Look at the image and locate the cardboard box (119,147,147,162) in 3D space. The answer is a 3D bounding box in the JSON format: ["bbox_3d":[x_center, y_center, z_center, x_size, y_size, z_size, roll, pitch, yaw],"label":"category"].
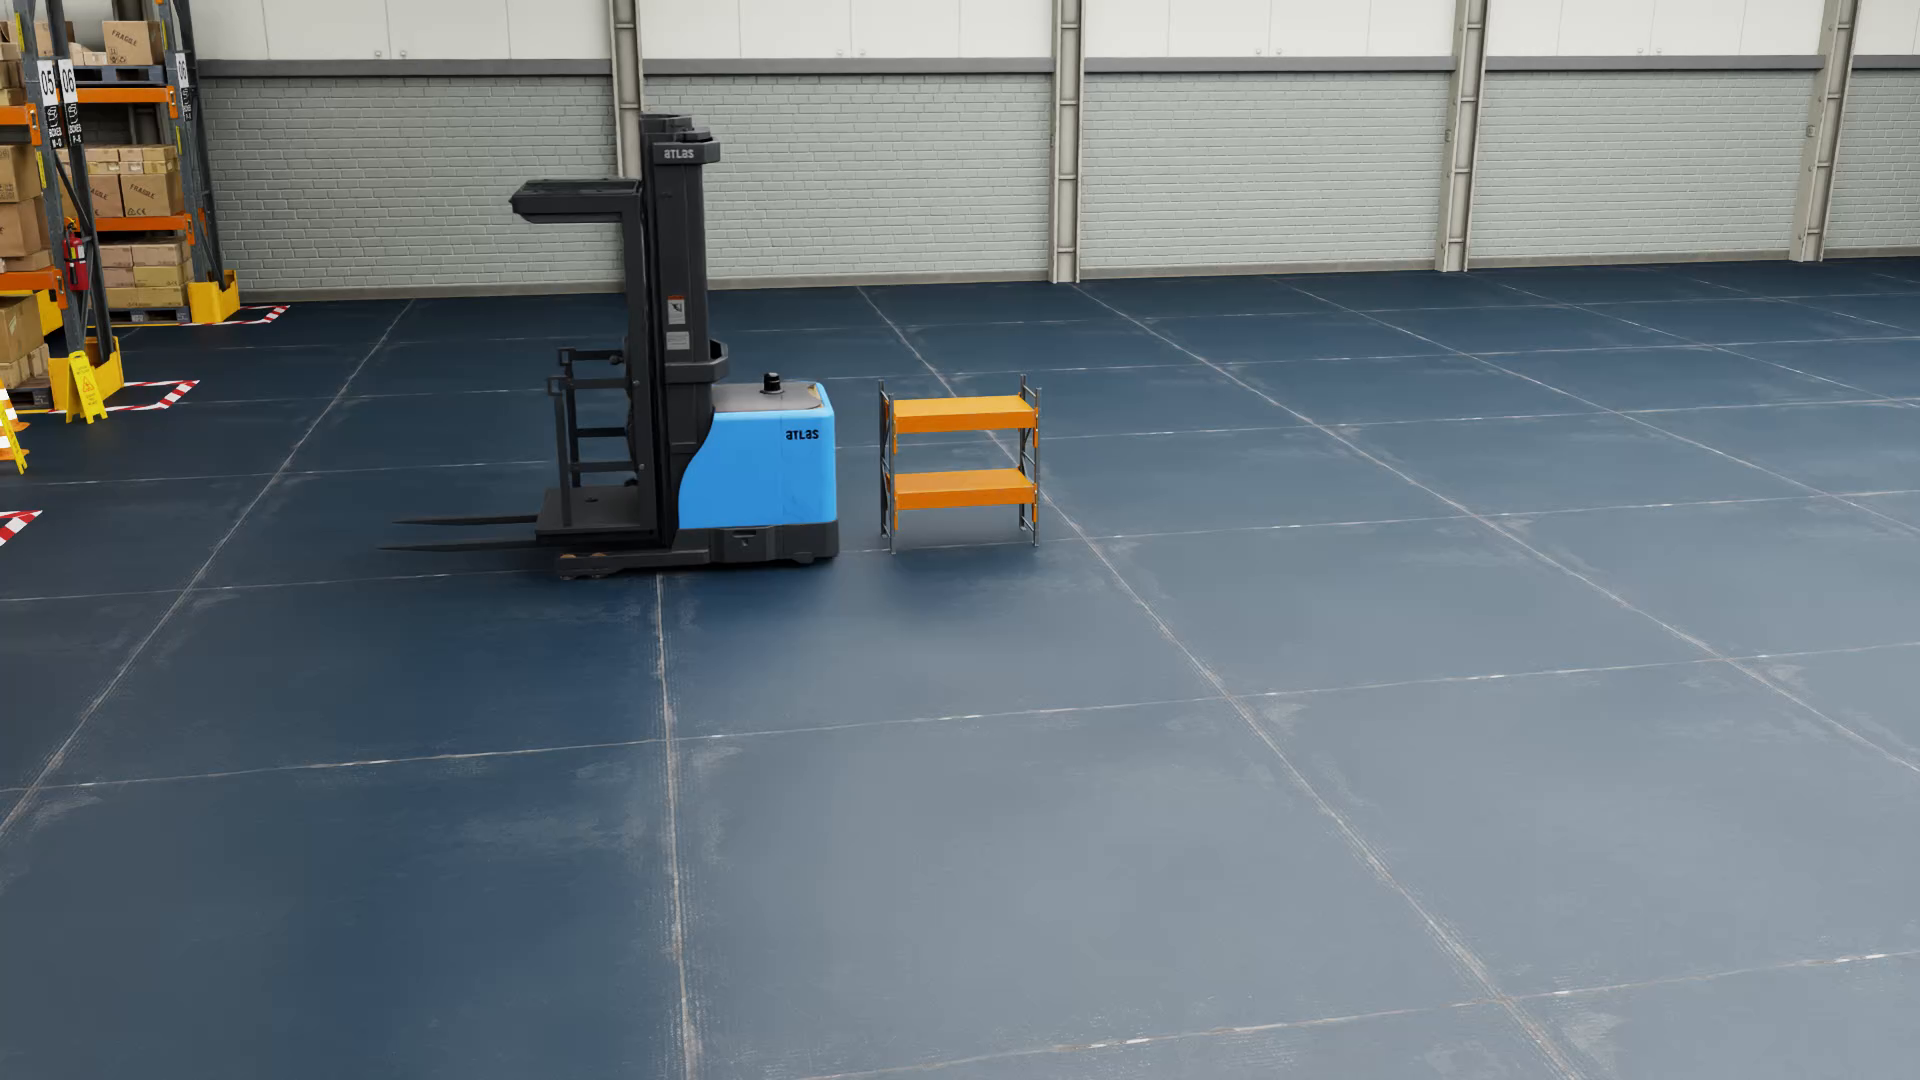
[{"bbox_3d":[-9.982,-4.670,20.125,0.250,0.149,0.380,-3,17,-10],"label":"cardboard box"}]

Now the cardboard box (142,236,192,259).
[{"bbox_3d":[-9.942,-3.665,20.901,0.500,0.250,0.500,-4,17,-11],"label":"cardboard box"}]

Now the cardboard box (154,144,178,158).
[{"bbox_3d":[-9.805,-4.816,20.601,0.250,0.149,0.380,-4,17,-12],"label":"cardboard box"}]

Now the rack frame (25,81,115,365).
[{"bbox_3d":[-8.489,-2.842,15.957,0.127,3.000,1.000,-3,17,-10],"label":"rack frame"}]

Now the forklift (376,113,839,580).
[{"bbox_3d":[-2.383,-1.304,11.067,3.031,2.935,1.130,-3,17,-9],"label":"forklift"}]

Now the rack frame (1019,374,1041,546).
[{"bbox_3d":[0.492,-0.566,11.738,0.032,1.125,0.500,-3,17,-10],"label":"rack frame"}]

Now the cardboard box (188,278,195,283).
[{"bbox_3d":[-9.954,-3.188,21.052,0.500,0.250,0.500,-3,17,-10],"label":"cardboard box"}]

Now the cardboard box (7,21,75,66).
[{"bbox_3d":[-10.847,-5.880,19.683,0.500,0.500,0.700,-3,17,-10],"label":"cardboard box"}]

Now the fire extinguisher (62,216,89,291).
[{"bbox_3d":[-8.289,-2.679,15.557,0.183,0.674,0.296,-3,17,-10],"label":"fire extinguisher"}]

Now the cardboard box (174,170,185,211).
[{"bbox_3d":[-9.973,-4.373,20.771,0.500,0.500,0.500,-3,17,-9],"label":"cardboard box"}]

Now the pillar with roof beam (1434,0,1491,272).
[{"bbox_3d":[8.201,-7.123,19.678,0.400,9.000,9.100,-3,17,-10],"label":"pillar with roof beam"}]

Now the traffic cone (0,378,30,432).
[{"bbox_3d":[-8.666,-1.234,15.041,0.334,0.463,0.336,-3,17,-10],"label":"traffic cone"}]

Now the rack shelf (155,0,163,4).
[{"bbox_3d":[-11.398,-6.494,19.536,4.000,0.370,1.077,-3,17,-10],"label":"rack shelf"}]

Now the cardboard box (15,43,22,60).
[{"bbox_3d":[-8.877,-4.576,15.563,0.250,0.149,0.380,-3,17,-11],"label":"cardboard box"}]

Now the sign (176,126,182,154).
[{"bbox_3d":[-9.345,-4.783,19.899,0.005,0.325,0.100,-3,17,-10],"label":"sign"}]

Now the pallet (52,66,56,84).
[{"bbox_3d":[-11.334,-5.564,19.859,1.213,0.211,1.003,-3,17,-10],"label":"pallet"}]

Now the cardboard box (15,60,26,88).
[{"bbox_3d":[-9.033,-4.396,15.654,0.500,0.250,0.500,-4,17,-11],"label":"cardboard box"}]

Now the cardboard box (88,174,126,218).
[{"bbox_3d":[-10.379,-4.192,20.179,0.500,0.500,0.500,-3,17,-9],"label":"cardboard box"}]

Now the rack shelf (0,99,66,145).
[{"bbox_3d":[-10.453,-3.821,15.260,4.000,0.370,1.077,-3,17,-10],"label":"rack shelf"}]

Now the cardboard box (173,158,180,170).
[{"bbox_3d":[-9.816,-4.687,20.687,0.250,0.149,0.380,-4,17,-12],"label":"cardboard box"}]

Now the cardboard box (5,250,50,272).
[{"bbox_3d":[-8.816,-2.640,15.725,0.250,0.149,0.380,-3,17,-9],"label":"cardboard box"}]

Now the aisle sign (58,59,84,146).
[{"bbox_3d":[-8.487,-4.178,15.878,0.004,0.787,0.394,-3,17,-10],"label":"aisle sign"}]

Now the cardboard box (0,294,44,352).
[{"bbox_3d":[-9.357,-2.120,16.297,0.500,0.500,0.500,-4,17,-12],"label":"cardboard box"}]

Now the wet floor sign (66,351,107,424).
[{"bbox_3d":[-8.099,-1.419,15.333,0.232,0.644,0.267,3,17,9],"label":"wet floor sign"}]

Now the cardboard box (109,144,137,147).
[{"bbox_3d":[-10.324,-4.792,20.524,0.250,0.149,0.380,-3,17,-9],"label":"cardboard box"}]

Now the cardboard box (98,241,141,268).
[{"bbox_3d":[-10.327,-3.492,20.336,0.500,0.250,0.500,-3,17,-9],"label":"cardboard box"}]

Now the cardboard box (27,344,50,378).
[{"bbox_3d":[-9.333,-1.764,16.412,0.500,0.250,0.500,-3,17,-11],"label":"cardboard box"}]

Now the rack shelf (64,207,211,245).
[{"bbox_3d":[-11.398,-3.818,20.358,4.000,0.370,1.077,-3,17,-10],"label":"rack shelf"}]

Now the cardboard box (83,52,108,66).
[{"bbox_3d":[-10.190,-5.702,19.700,0.250,0.149,0.380,-4,17,-12],"label":"cardboard box"}]

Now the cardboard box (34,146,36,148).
[{"bbox_3d":[-11.329,-4.738,20.348,0.250,0.149,0.380,-3,17,-10],"label":"cardboard box"}]

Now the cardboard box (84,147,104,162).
[{"bbox_3d":[-10.493,-4.655,20.077,0.250,0.149,0.380,-3,17,-10],"label":"cardboard box"}]

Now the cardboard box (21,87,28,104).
[{"bbox_3d":[-8.876,-4.231,15.798,0.250,0.149,0.380,-3,17,-10],"label":"cardboard box"}]

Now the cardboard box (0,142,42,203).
[{"bbox_3d":[-8.949,-3.419,15.454,0.500,0.500,0.700,-4,17,-12],"label":"cardboard box"}]

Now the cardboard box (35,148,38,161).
[{"bbox_3d":[-10.980,-4.592,19.873,0.250,0.149,0.380,-3,17,-9],"label":"cardboard box"}]

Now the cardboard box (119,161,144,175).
[{"bbox_3d":[-9.967,-4.508,20.105,0.250,0.149,0.380,-3,17,-10],"label":"cardboard box"}]

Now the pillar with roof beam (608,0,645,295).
[{"bbox_3d":[-3.581,-6.455,17.502,0.400,9.000,9.100,-3,17,-10],"label":"pillar with roof beam"}]

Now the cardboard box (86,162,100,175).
[{"bbox_3d":[-10.479,-4.501,20.081,0.250,0.149,0.380,-3,17,-11],"label":"cardboard box"}]

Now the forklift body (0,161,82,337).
[{"bbox_3d":[-10.950,-3.236,18.684,1.214,2.155,2.313,-3,17,-10],"label":"forklift body"}]

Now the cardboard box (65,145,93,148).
[{"bbox_3d":[-10.824,-4.761,20.422,0.250,0.149,0.380,-3,17,-9],"label":"cardboard box"}]

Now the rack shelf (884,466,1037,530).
[{"bbox_3d":[-0.007,-0.304,11.717,1.000,0.278,0.538,-3,17,-10],"label":"rack shelf"}]

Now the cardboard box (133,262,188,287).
[{"bbox_3d":[-9.853,-3.281,20.502,0.500,0.250,0.500,-3,17,-11],"label":"cardboard box"}]

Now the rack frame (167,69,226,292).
[{"bbox_3d":[-9.434,-4.273,20.615,0.127,3.000,1.000,-3,17,-10],"label":"rack frame"}]

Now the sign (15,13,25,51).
[{"bbox_3d":[-8.403,-4.538,14.862,0.005,0.325,0.100,-3,17,-10],"label":"sign"}]

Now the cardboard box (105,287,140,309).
[{"bbox_3d":[-10.326,-3.017,20.494,0.500,0.250,0.500,-3,17,-10],"label":"cardboard box"}]

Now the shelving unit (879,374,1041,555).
[{"bbox_3d":[-0.007,-0.537,11.645,1.048,1.125,0.538,-3,17,-10],"label":"shelving unit"}]

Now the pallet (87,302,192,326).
[{"bbox_3d":[-10.177,-2.885,20.847,1.213,0.211,1.003,-3,17,-10],"label":"pallet"}]

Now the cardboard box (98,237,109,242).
[{"bbox_3d":[-10.925,-3.612,20.726,0.500,0.250,0.500,-3,17,-11],"label":"cardboard box"}]

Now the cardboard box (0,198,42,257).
[{"bbox_3d":[-8.970,-2.923,15.542,0.500,0.500,0.500,-4,17,-11],"label":"cardboard box"}]

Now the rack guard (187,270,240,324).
[{"bbox_3d":[-9.411,-3.080,20.987,0.348,0.500,1.175,-3,17,-10],"label":"rack guard"}]
